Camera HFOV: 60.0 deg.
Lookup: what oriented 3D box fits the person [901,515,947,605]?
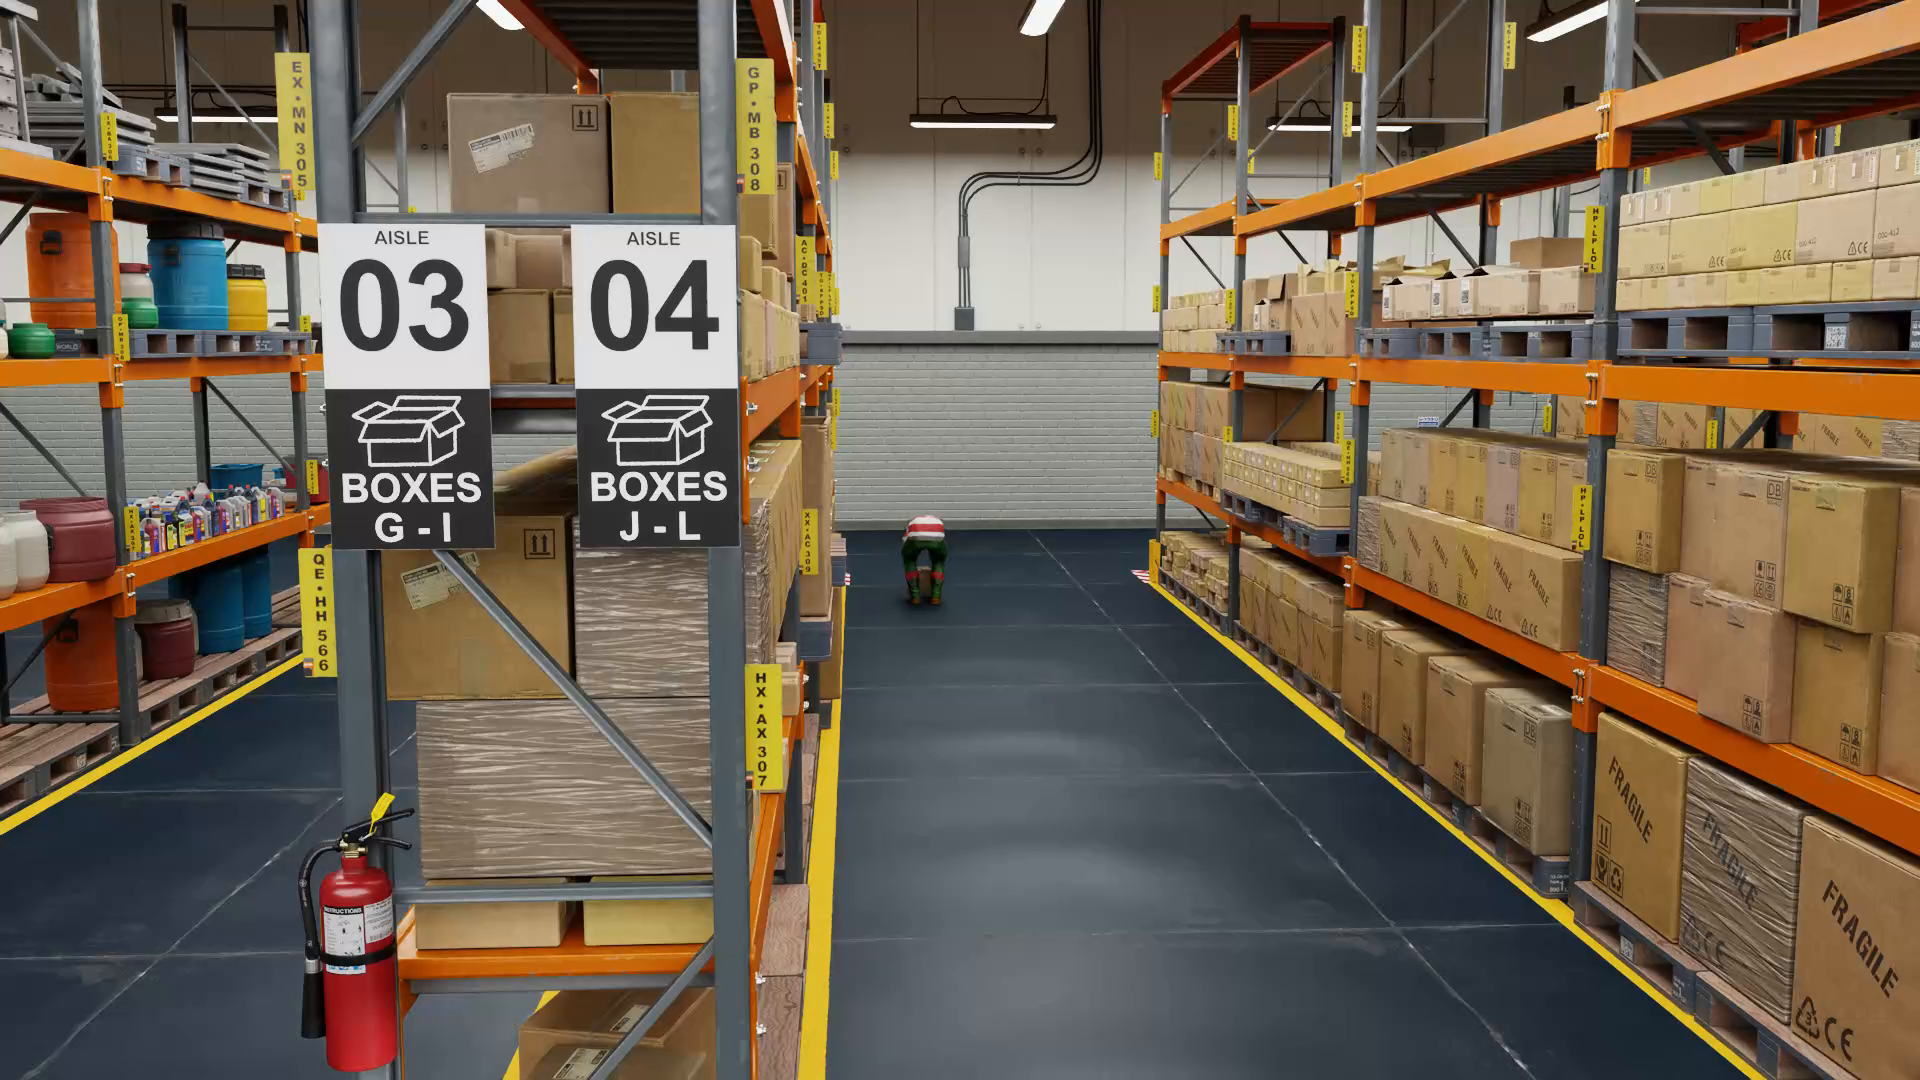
[{"bbox_3d":[-3.364,0.865,13.178,7.682,0.997,11.568,-1,7,-7],"label":"person"}]
